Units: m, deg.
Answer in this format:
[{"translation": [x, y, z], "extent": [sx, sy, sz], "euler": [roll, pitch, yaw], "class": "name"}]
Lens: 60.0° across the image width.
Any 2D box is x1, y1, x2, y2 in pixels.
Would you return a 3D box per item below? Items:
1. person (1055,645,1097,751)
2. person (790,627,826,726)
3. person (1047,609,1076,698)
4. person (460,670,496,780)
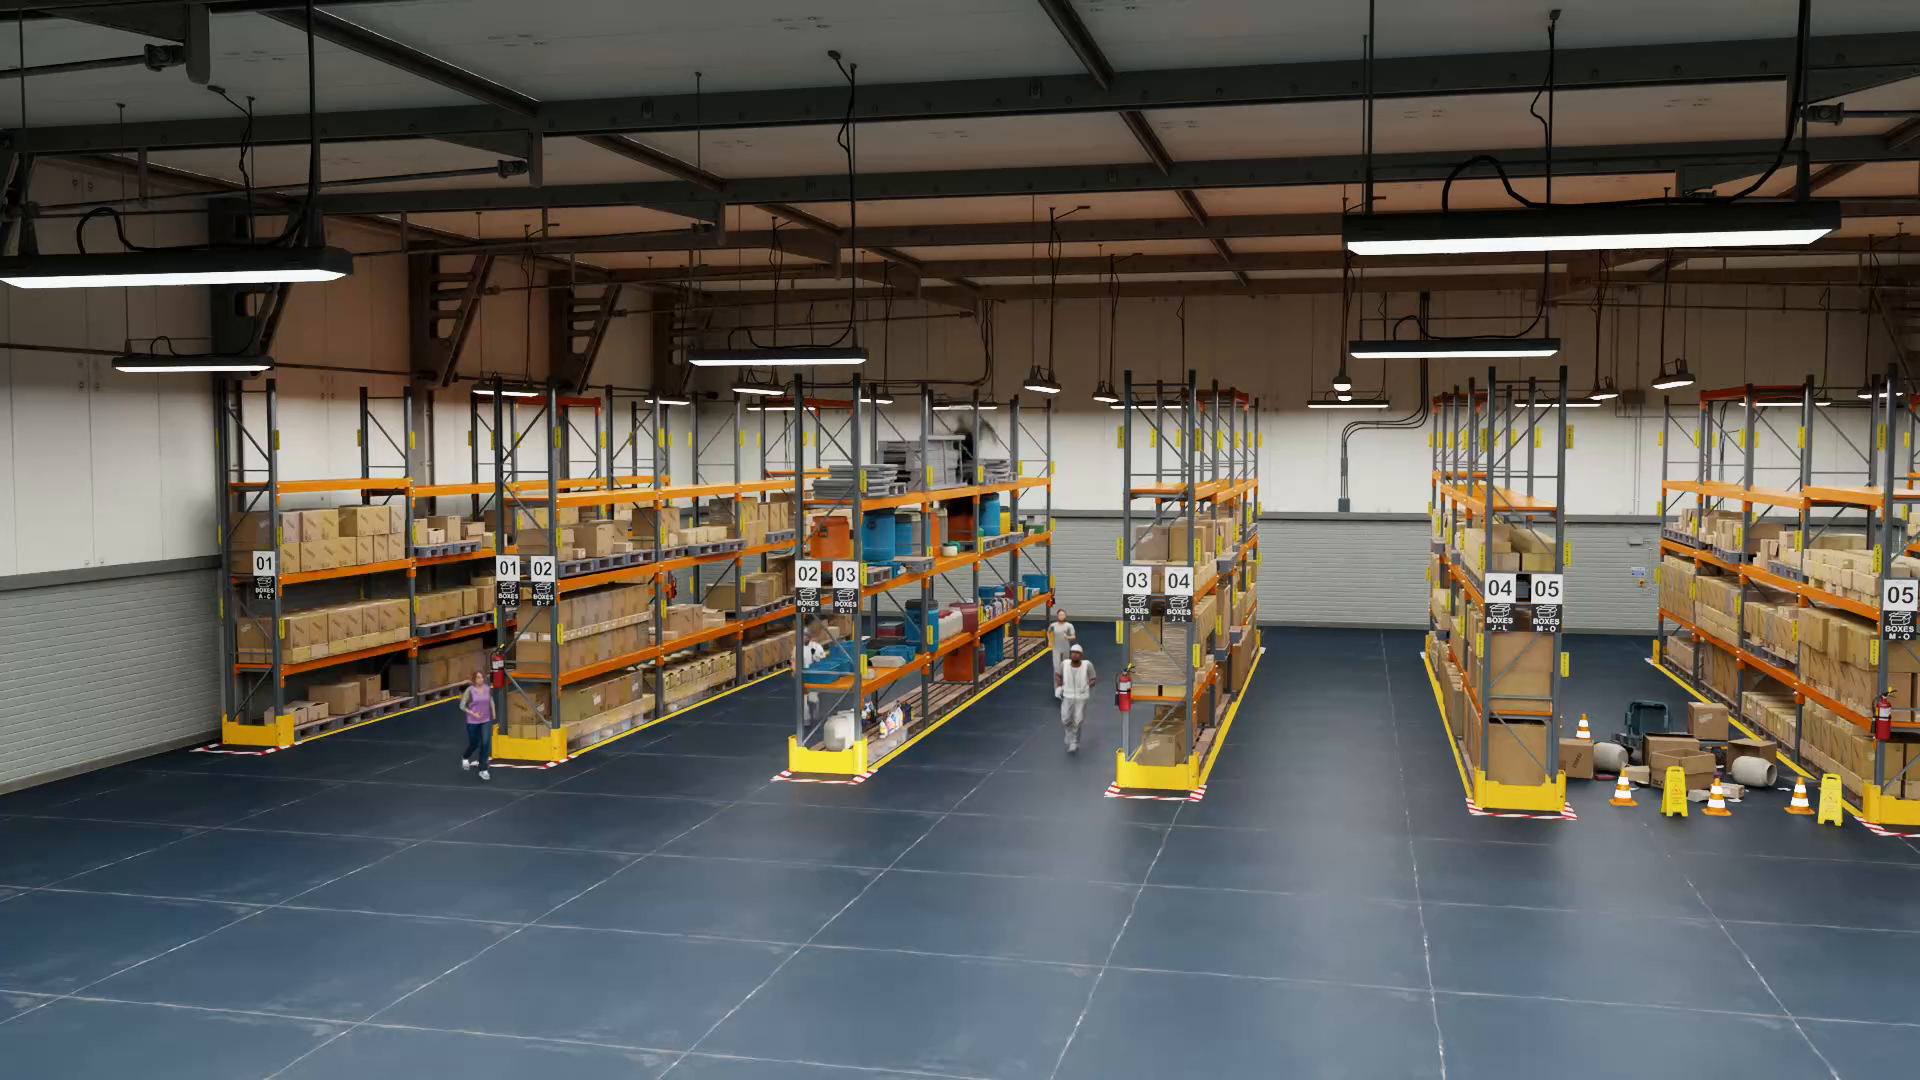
[{"translation": [1.840, 2.535, 26.623], "extent": [0.688, 1.732, 0.564], "euler": [1, 3, 10], "class": "person"}, {"translation": [-2.680, 2.382, 29.194], "extent": [0.648, 1.732, 0.576], "euler": [1, 3, 8], "class": "person"}, {"translation": [1.983, 2.186, 32.582], "extent": [0.558, 1.677, 0.942], "euler": [0, 3, 3], "class": "person"}, {"translation": [-7.189, 2.727, 24.779], "extent": [0.567, 1.604, 0.726], "euler": [-3, 4, -39], "class": "person"}]
